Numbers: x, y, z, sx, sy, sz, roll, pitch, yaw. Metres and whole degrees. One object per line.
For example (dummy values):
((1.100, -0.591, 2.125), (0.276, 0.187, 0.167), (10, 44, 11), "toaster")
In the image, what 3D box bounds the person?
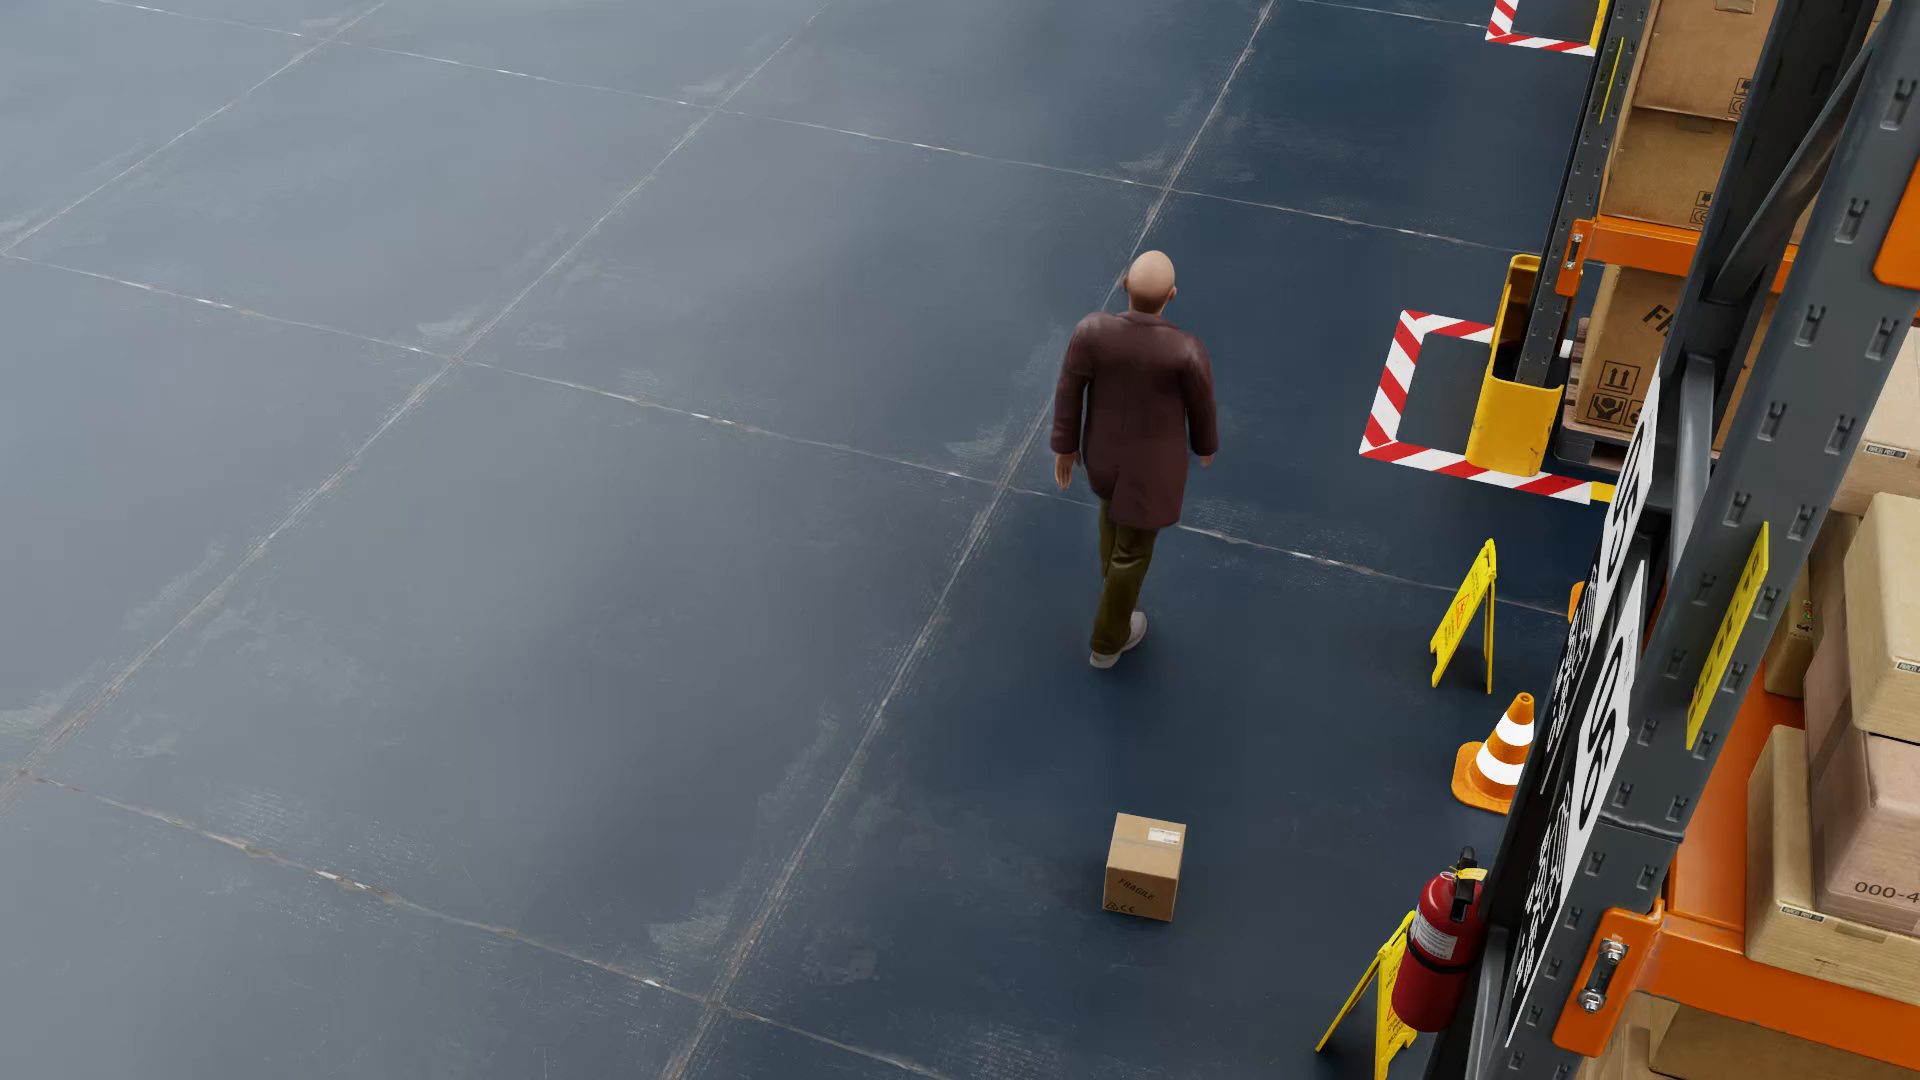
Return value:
((0.681, -0.320, 6.572), (0.606, 1.845, 0.770), (19, 44, 20), "person")
